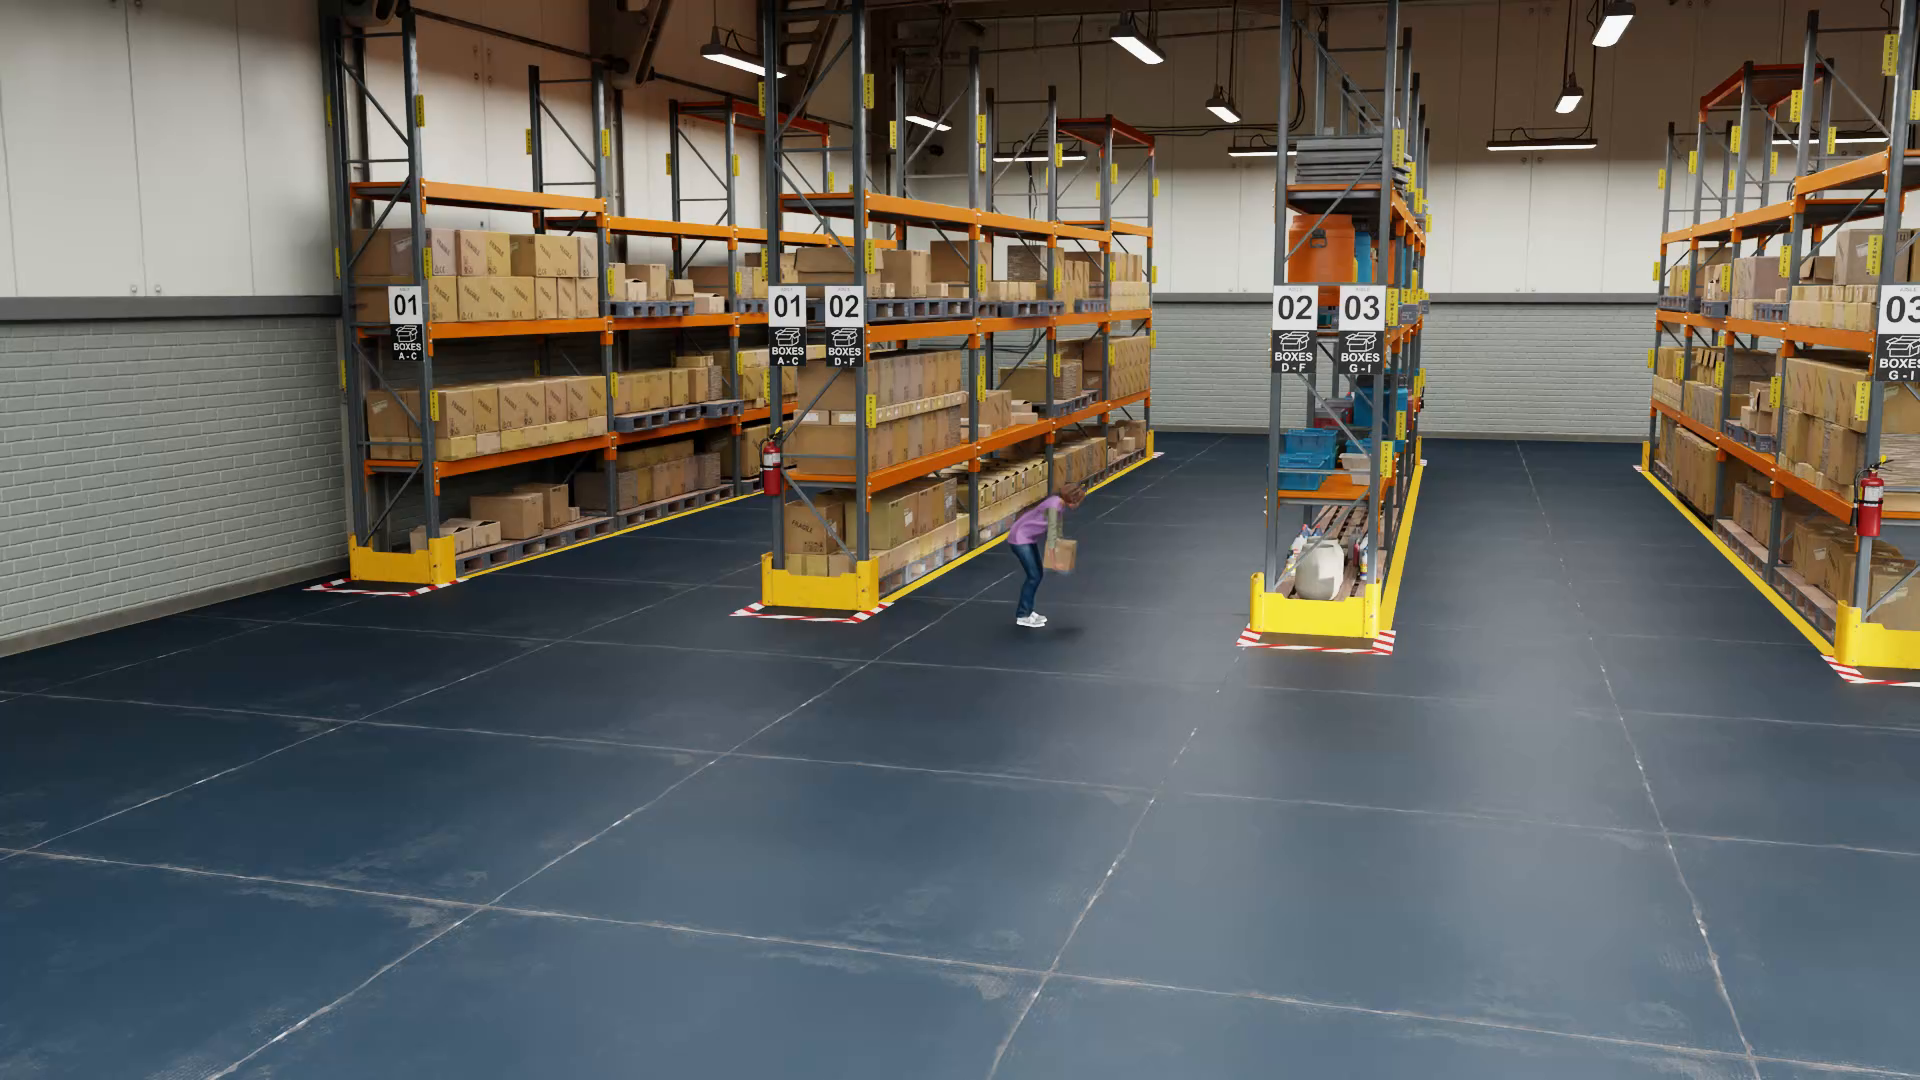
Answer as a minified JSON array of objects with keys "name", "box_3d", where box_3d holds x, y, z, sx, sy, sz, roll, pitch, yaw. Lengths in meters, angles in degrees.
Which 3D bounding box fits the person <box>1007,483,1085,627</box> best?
[{"name":"person","box_3d":[0.813,0.144,15.747,0.737,1.356,0.374,2,9,15]}]
